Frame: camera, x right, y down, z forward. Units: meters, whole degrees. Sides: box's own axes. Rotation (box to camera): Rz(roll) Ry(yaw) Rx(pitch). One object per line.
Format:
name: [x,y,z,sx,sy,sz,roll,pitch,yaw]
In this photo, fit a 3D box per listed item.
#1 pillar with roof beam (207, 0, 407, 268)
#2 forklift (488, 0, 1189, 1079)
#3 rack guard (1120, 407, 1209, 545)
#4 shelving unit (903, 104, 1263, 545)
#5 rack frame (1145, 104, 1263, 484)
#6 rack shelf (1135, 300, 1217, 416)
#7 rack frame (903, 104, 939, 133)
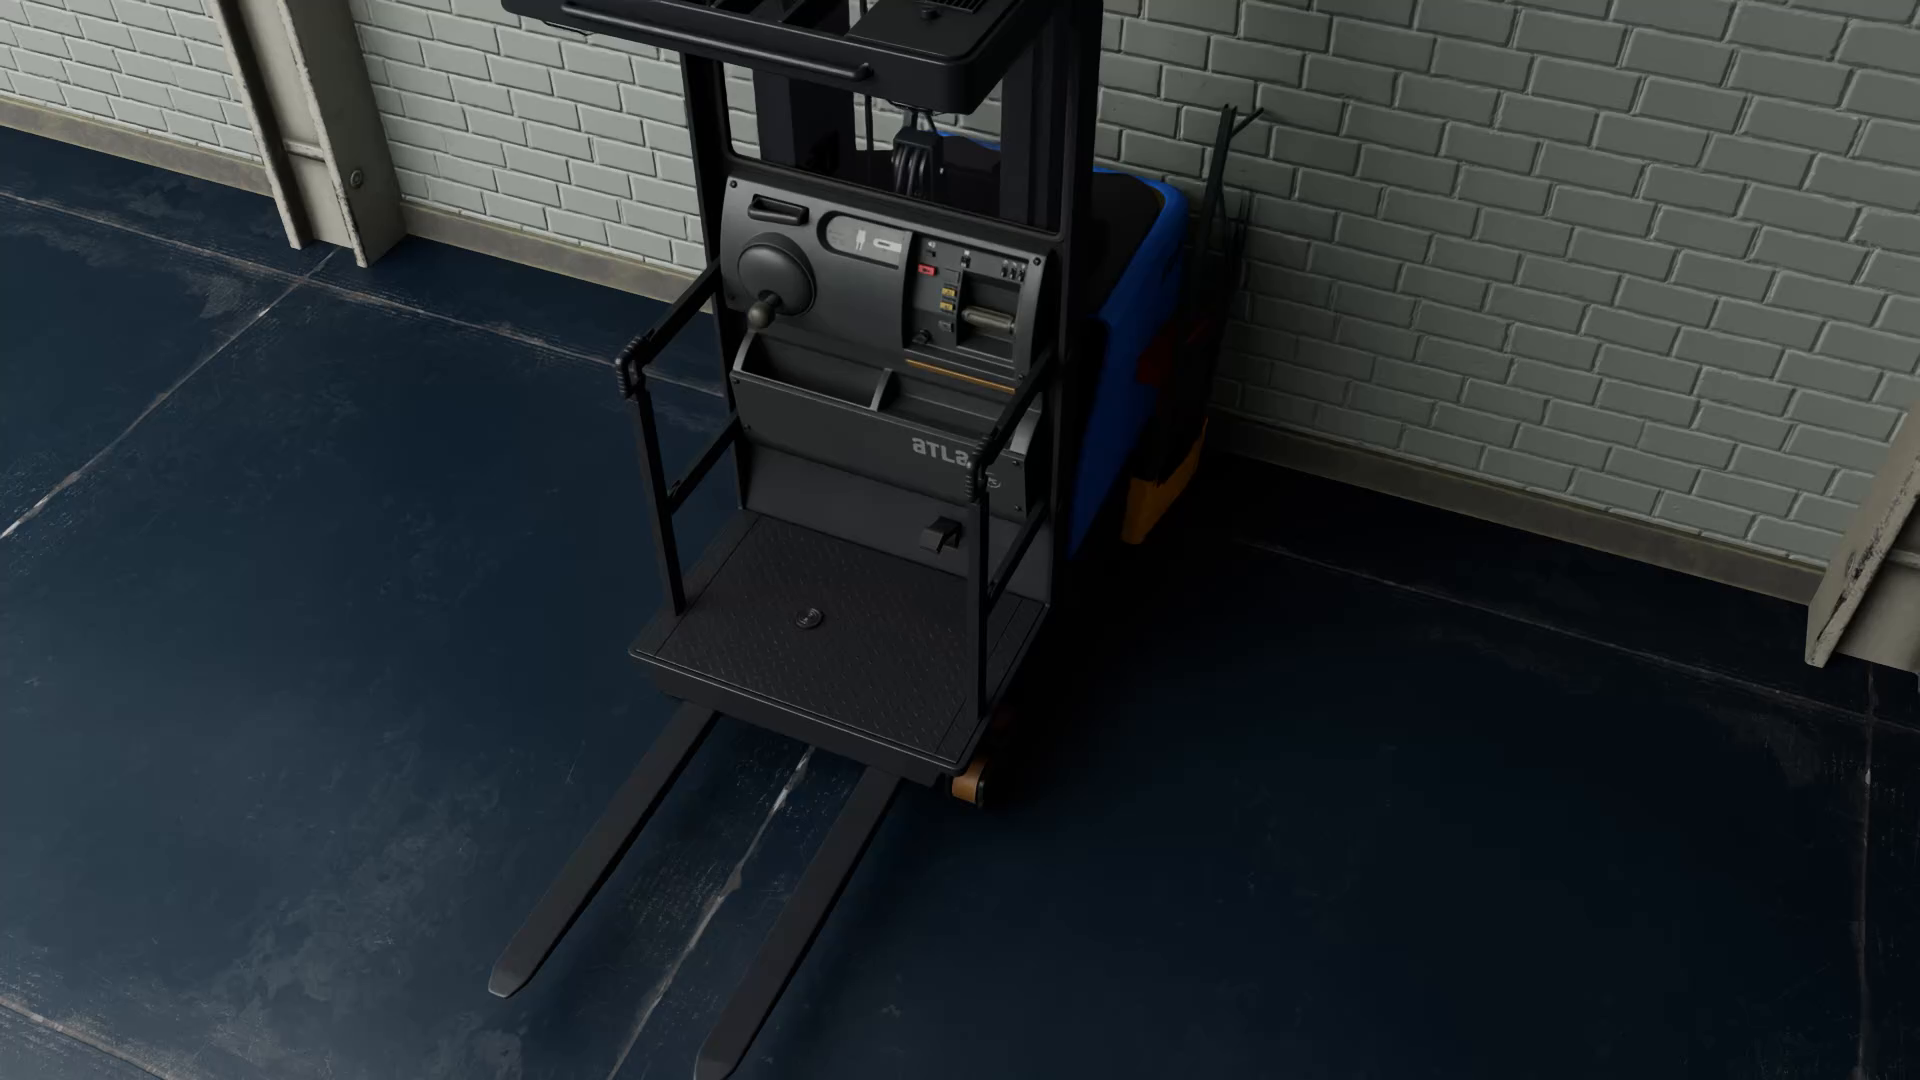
pillar with roof beam: [-4.232,-1.667,1.046,0.400,9.000,9.100,16,47,16]
forklift: [-0.300,-0.606,4.281,1.130,2.935,3.031,17,47,17]
rack guard: [0.707,-0.228,5.750,0.087,0.250,0.587,21,36,19]
shelving unit: [0.338,-0.911,5.563,1.083,1.500,0.587,21,36,19]
rack frame: [0.796,-0.737,5.399,0.032,1.500,0.500,21,36,19]
rack shelf: [0.325,-0.760,5.659,1.000,0.185,0.538,21,36,19]
rack frame: [-0.105,-1.079,5.721,0.032,1.500,0.500,21,36,19]
